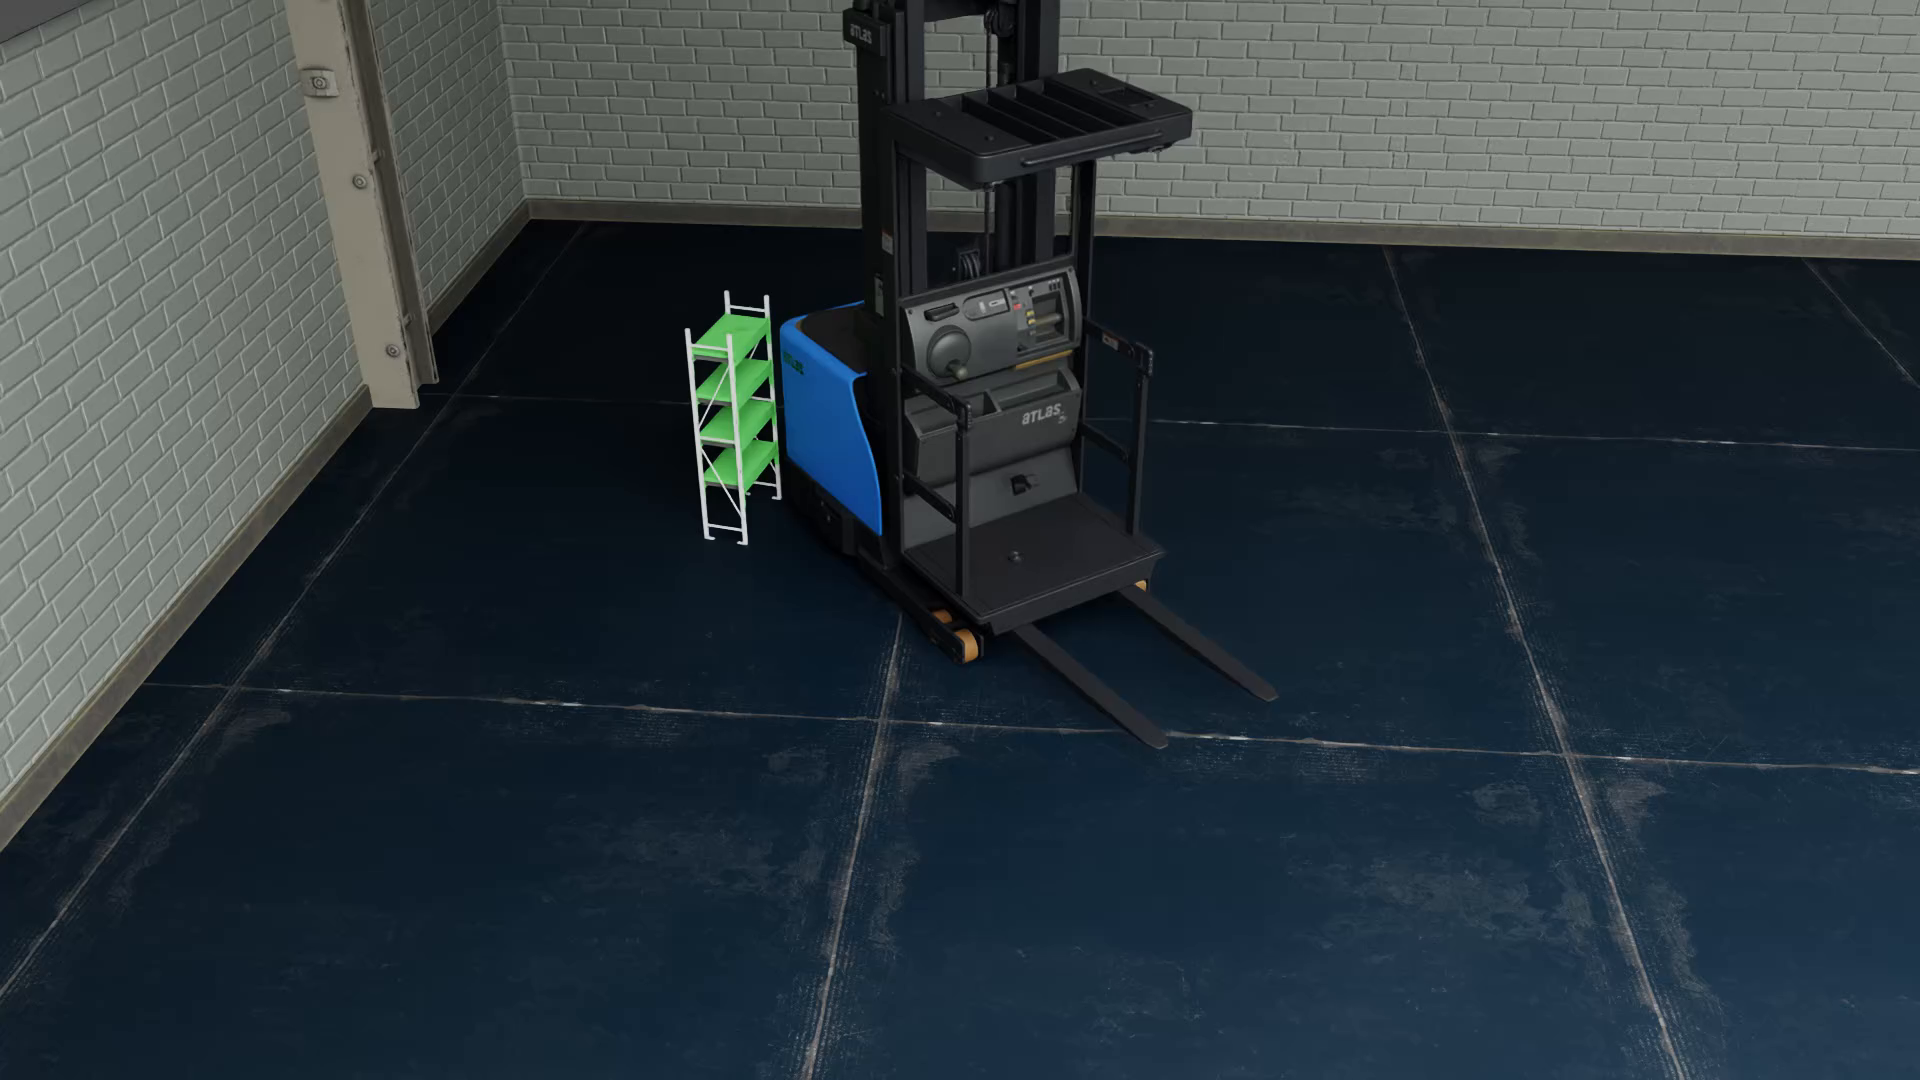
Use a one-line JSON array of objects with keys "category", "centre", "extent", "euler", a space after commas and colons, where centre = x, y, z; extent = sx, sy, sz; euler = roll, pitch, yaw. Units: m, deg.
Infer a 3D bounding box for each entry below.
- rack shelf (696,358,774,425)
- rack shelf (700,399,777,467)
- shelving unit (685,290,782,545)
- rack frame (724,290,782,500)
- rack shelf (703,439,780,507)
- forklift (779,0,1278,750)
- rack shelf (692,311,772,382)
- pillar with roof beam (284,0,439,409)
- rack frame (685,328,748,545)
[{"category": "rack shelf", "centre": [-1.161, -0.778, 8.533], "extent": [0.258, 0.148, 0.480], "euler": [9, 33, 14]}, {"category": "rack shelf", "centre": [-1.161, -0.574, 8.659], "extent": [0.258, 0.148, 0.480], "euler": [9, 33, 14]}, {"category": "shelving unit", "centre": [-1.161, -0.628, 8.626], "extent": [0.258, 1.200, 0.503], "euler": [9, 33, 14]}, {"category": "rack frame", "centre": [-1.094, -0.751, 8.825], "extent": [0.240, 1.200, 0.015], "euler": [9, 33, 14]}, {"category": "rack shelf", "centre": [-1.161, -0.369, 8.785], "extent": [0.258, 0.148, 0.480], "euler": [9, 33, 14]}, {"category": "forklift", "centre": [0.280, -0.949, 7.496], "extent": [1.130, 2.935, 3.031], "euler": [-19, 36, -28]}, {"category": "rack shelf", "centre": [-1.161, -0.982, 8.407], "extent": [0.258, 0.148, 0.480], "euler": [9, 33, 14]}, {"category": "pillar with roof beam", "centre": [0.875, -4.549, 7.555], "extent": [9.100, 9.000, 0.400], "euler": [2, 32, 4]}, {"category": "rack frame", "centre": [-1.229, -0.505, 8.426], "extent": [0.240, 1.200, 0.015], "euler": [9, 33, 14]}]
